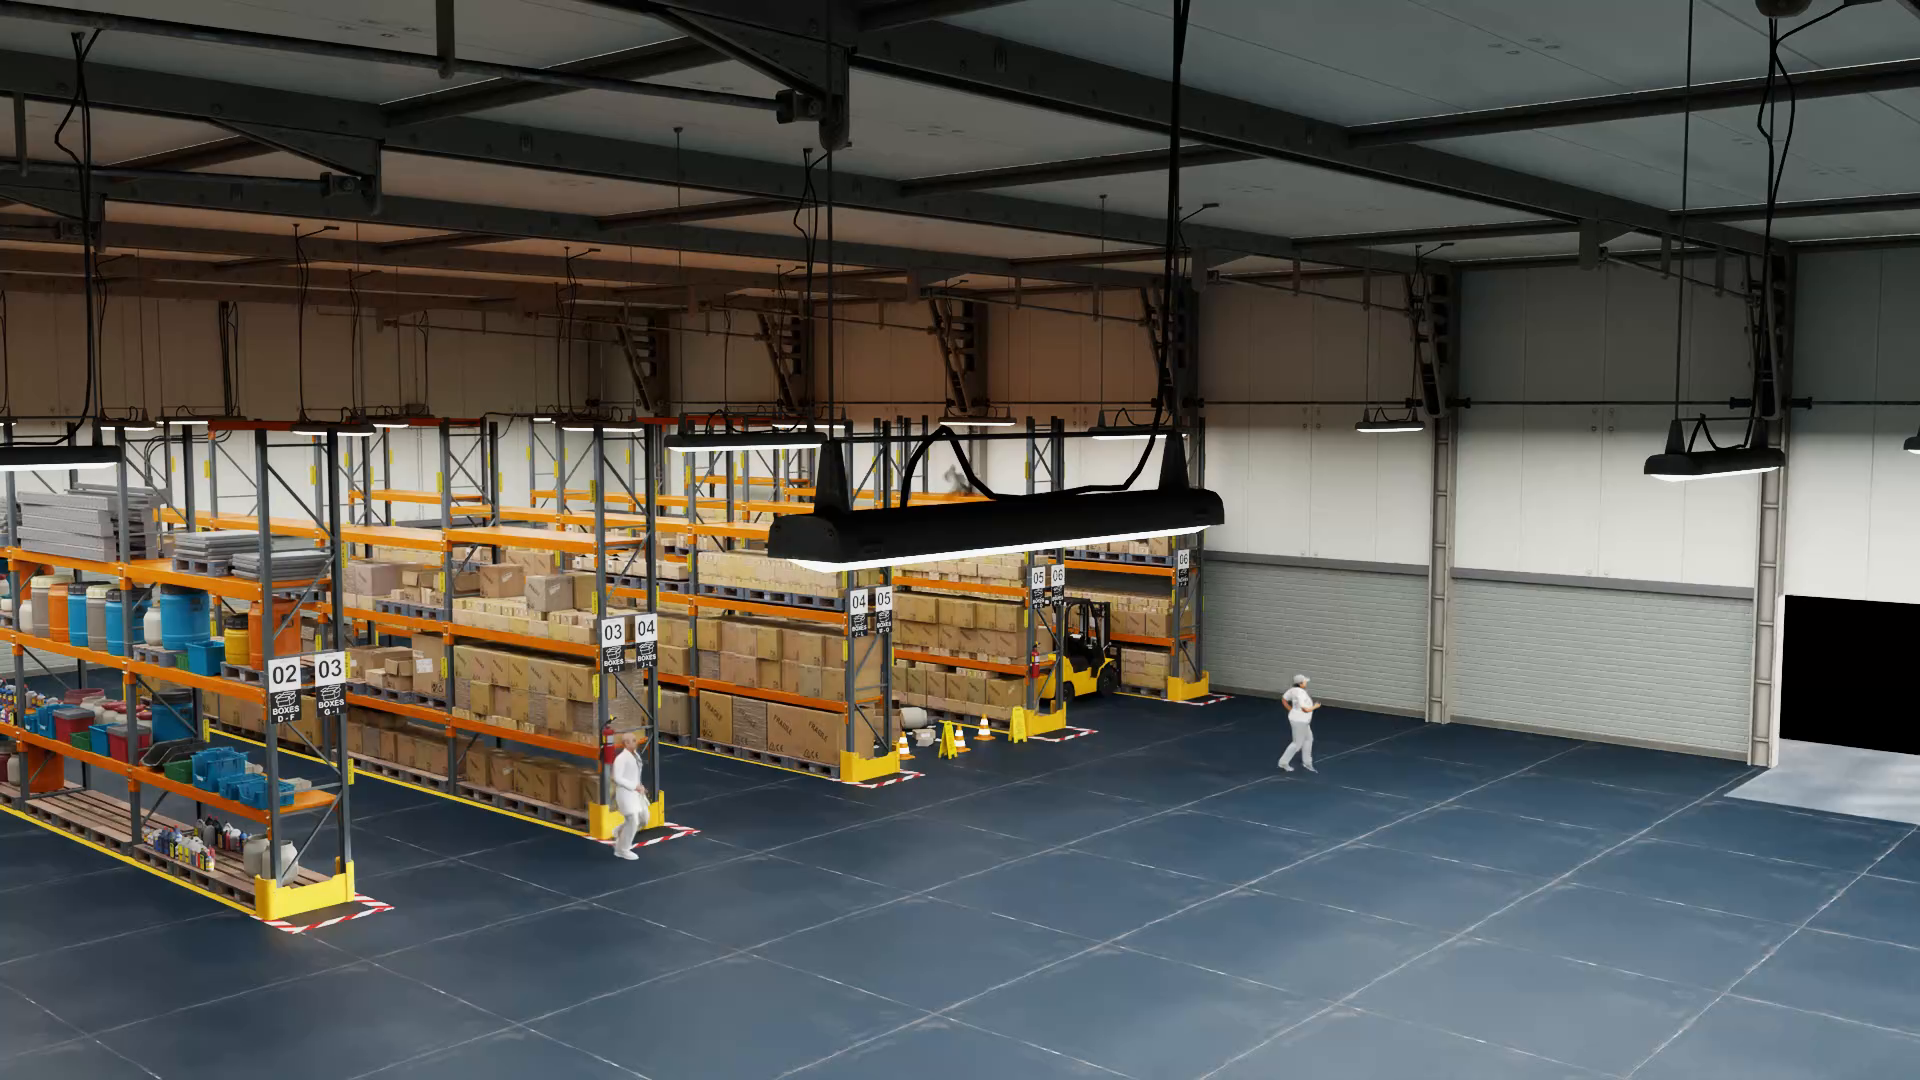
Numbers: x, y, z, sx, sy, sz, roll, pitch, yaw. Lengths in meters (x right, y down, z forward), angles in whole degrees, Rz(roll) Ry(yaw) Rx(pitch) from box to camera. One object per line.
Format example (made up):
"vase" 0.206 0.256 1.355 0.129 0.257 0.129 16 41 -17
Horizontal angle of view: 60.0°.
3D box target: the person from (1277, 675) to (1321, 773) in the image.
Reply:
"person" 5.766 3.145 28.315 0.735 1.718 0.588 0 5 -2

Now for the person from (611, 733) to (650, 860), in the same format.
"person" -4.586 3.546 23.138 0.627 1.748 0.761 1 5 11
